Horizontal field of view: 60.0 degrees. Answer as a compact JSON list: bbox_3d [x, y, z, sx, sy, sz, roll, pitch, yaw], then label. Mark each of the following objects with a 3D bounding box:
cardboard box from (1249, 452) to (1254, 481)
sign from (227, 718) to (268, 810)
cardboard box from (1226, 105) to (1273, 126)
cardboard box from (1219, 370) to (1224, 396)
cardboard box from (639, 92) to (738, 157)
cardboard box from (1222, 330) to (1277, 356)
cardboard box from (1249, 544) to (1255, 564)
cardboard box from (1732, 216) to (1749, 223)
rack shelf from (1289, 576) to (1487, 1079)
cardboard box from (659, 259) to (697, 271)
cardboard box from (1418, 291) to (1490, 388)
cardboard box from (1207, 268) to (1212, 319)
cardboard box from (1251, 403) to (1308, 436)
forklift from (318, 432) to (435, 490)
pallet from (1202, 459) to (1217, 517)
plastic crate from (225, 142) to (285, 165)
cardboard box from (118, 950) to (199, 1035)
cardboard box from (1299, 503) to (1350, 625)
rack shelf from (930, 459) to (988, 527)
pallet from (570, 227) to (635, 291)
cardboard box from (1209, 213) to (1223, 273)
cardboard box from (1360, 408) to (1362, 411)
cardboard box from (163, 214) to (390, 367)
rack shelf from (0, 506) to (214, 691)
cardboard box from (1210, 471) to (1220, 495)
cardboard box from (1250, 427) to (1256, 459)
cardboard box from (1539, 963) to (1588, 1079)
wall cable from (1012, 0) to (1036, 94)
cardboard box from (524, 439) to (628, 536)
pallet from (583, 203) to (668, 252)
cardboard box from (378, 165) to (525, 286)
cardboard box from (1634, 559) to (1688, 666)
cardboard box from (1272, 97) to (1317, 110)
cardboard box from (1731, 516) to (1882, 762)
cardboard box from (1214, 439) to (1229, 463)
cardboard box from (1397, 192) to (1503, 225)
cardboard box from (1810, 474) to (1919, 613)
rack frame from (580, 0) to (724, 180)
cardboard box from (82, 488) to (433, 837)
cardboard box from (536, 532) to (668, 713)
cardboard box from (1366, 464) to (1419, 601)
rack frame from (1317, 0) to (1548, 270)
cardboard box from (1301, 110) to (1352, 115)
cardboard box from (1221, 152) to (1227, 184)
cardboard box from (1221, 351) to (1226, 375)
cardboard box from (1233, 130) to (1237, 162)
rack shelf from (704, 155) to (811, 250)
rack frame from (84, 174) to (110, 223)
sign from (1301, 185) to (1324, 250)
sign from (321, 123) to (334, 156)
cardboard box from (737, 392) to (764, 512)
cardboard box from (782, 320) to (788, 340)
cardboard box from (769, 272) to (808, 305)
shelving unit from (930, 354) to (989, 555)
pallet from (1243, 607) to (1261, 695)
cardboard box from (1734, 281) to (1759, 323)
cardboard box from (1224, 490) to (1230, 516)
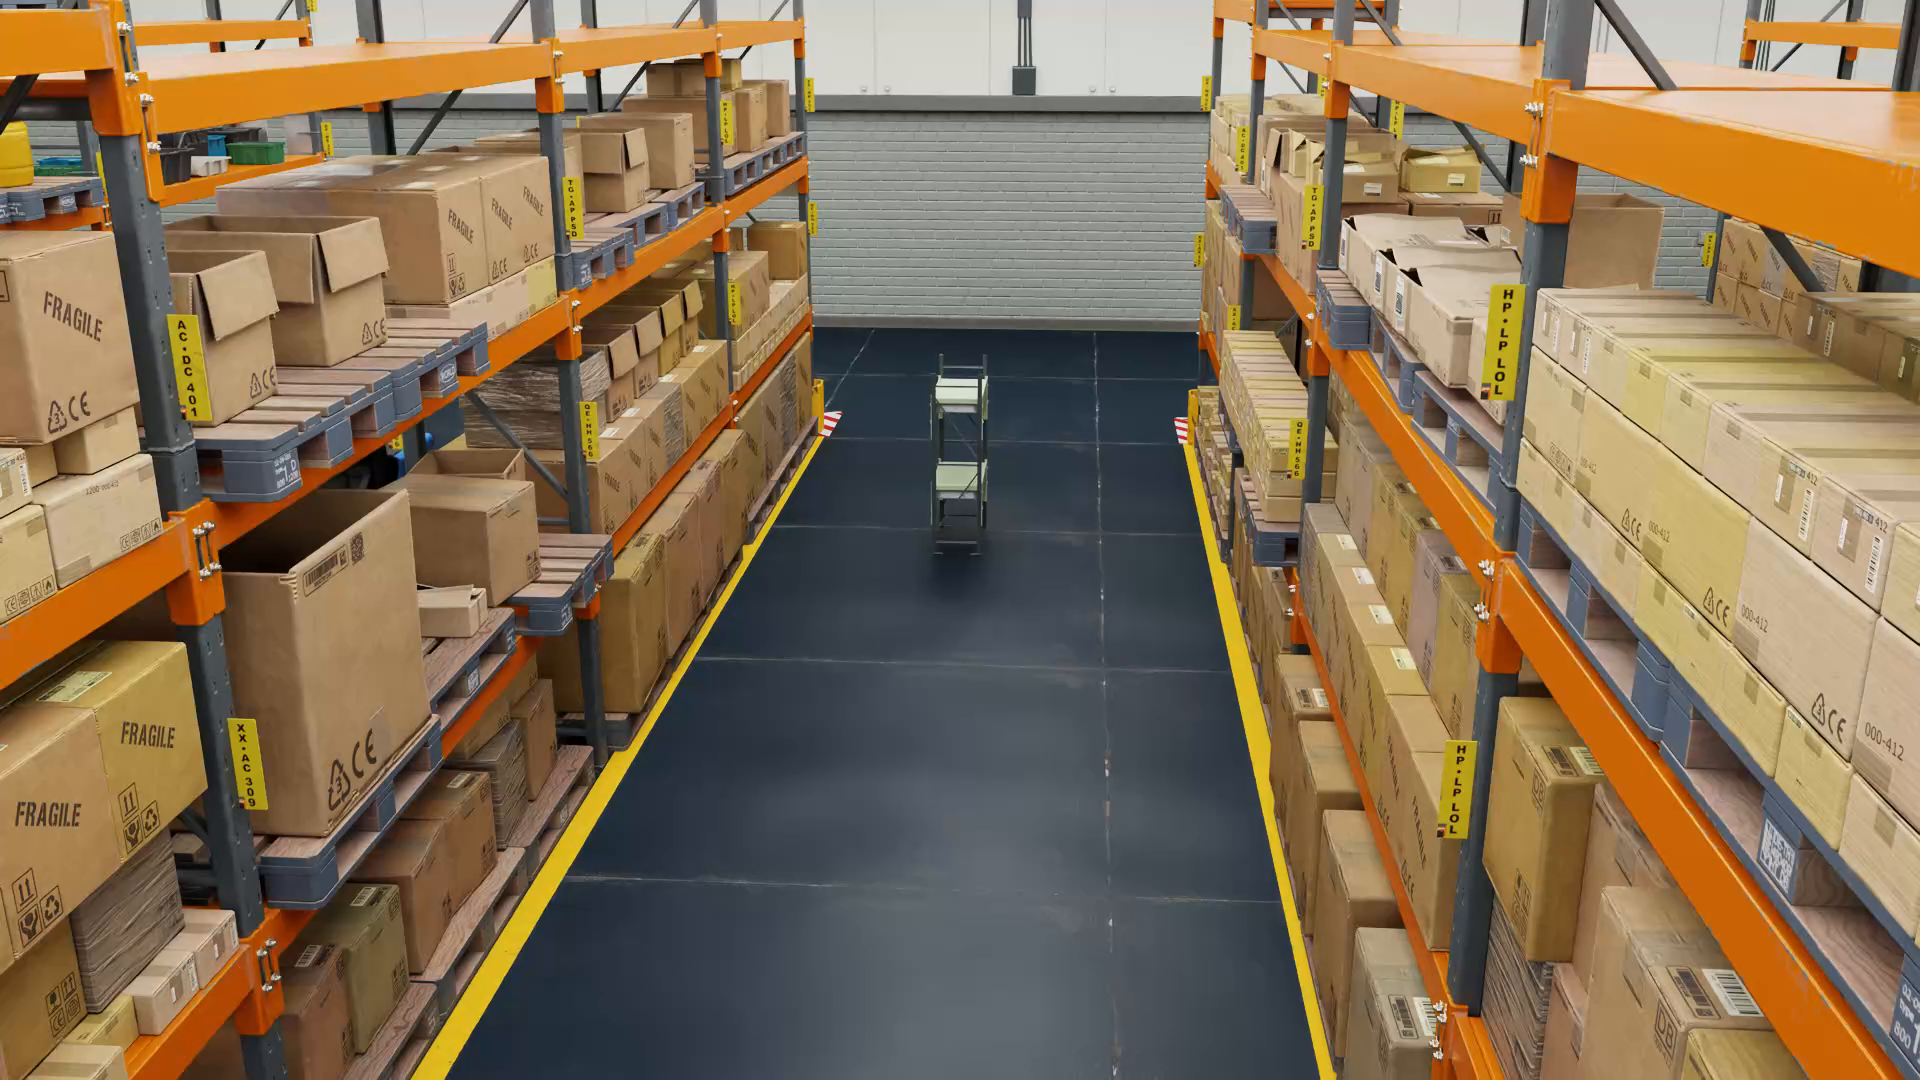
[{"bbox_3d":[1.977,-0.439,10.174,0.380,0.149,0.250,1,18,3],"label":"cardboard box"},{"bbox_3d":[-2.344,0.738,5.464,0.100,0.325,0.005,1,18,4],"label":"sign"},{"bbox_3d":[2.443,-3.569,13.978,0.380,0.149,0.250,1,18,3],"label":"cardboard box"},{"bbox_3d":[2.141,-1.171,12.409,0.380,0.149,0.250,0,18,1],"label":"cardboard box"},{"bbox_3d":[-2.273,-3.477,13.903,0.700,0.500,0.500,2,18,7],"label":"cardboard box"},{"bbox_3d":[2.141,-1.454,12.316,0.380,0.149,0.250,2,18,7],"label":"cardboard box"},{"bbox_3d":[2.235,-0.024,11.314,0.500,0.250,0.500,2,18,6],"label":"cardboard box"},{"bbox_3d":[7.558,-3.093,15.737,0.380,0.149,0.250,2,18,5],"label":"cardboard box"},{"bbox_3d":[2.198,1.002,7.202,1.077,0.370,4.000,1,18,4],"label":"rack shelf"},{"bbox_3d":[-2.506,-2.076,14.000,0.500,0.500,0.500,1,18,4],"label":"cardboard box"},{"bbox_3d":[1.924,-0.708,5.855,0.500,0.250,0.500,1,18,3],"label":"cardboard box"},{"bbox_3d":[2.594,-2.334,15.591,0.500,0.500,0.500,1,18,4],"label":"cardboard box"},{"bbox_3d":[1.974,-0.728,10.102,0.380,0.149,0.250,2,18,6],"label":"cardboard box"},{"bbox_3d":[-4.704,-0.779,11.593,1.130,2.935,3.031,1,18,2],"label":"forklift"},{"bbox_3d":[2.726,-0.467,15.010,1.003,0.211,1.213,1,18,4],"label":"pallet"},{"bbox_3d":[-6.751,-3.710,15.951,0.450,0.188,0.336,1,18,4],"label":"plastic crate"},{"bbox_3d":[-2.635,1.410,5.207,0.380,0.149,0.250,1,18,4],"label":"cardboard box"},{"bbox_3d":[2.040,0.125,8.563,0.500,0.500,0.500,1,18,5],"label":"cardboard box"},{"bbox_3d":[0.000,-0.401,13.785,0.431,0.370,0.720,1,18,4],"label":"rack shelf"},{"bbox_3d":[-2.605,-1.640,9.596,1.213,0.211,1.003,2,18,6],"label":"pallet"},{"bbox_3d":[2.529,-2.658,14.973,0.500,0.500,0.500,1,18,3],"label":"cardboard box"},{"bbox_3d":[2.626,-0.705,10.030,0.380,0.149,0.250,1,18,2],"label":"cardboard box"},{"bbox_3d":[-2.686,-0.971,6.412,0.797,0.503,0.637,2,18,6],"label":"cardboard box"},{"bbox_3d":[-3.029,0.677,3.377,1.077,0.370,4.000,1,18,4],"label":"rack shelf"},{"bbox_3d":[2.391,-0.499,14.532,0.380,0.149,0.250,1,18,4],"label":"cardboard box"},{"bbox_3d":[1.975,-0.588,10.152,0.380,0.149,0.250,1,18,4],"label":"cardboard box"},{"bbox_3d":[2.023,1.496,4.298,0.875,0.550,0.550,1,18,4],"label":"cardboard box"},{"bbox_3d":[1.818,-8.646,20.692,2.277,5.999,0.120,1,18,4],"label":"wall cable"},{"bbox_3d":[-2.292,-0.295,9.846,0.500,0.500,0.500,2,18,6],"label":"cardboard box"},{"bbox_3d":[-2.528,-1.987,10.656,1.003,0.211,1.213,2,18,6],"label":"pallet"},{"bbox_3d":[-2.409,-1.500,7.903,0.500,0.500,0.500,1,18,4],"label":"cardboard box"},{"bbox_3d":[1.618,0.150,3.399,0.380,0.149,0.250,1,18,3],"label":"cardboard box"},{"bbox_3d":[3.051,-3.963,15.179,0.380,0.149,0.250,1,18,2],"label":"cardboard box"},{"bbox_3d":[1.634,0.155,2.743,0.500,0.250,0.500,1,18,4],"label":"cardboard box"},{"bbox_3d":[2.407,-0.770,14.403,0.380,0.149,0.250,0,18,1],"label":"cardboard box"},{"bbox_3d":[2.648,-1.605,9.026,0.500,0.500,0.500,1,18,4],"label":"cardboard box"},{"bbox_3d":[1.563,0.006,2.558,0.380,0.149,0.250,1,18,4],"label":"cardboard box"},{"bbox_3d":[-2.312,-4.196,12.277,1.000,3.000,0.127,1,18,4],"label":"rack frame"},{"bbox_3d":[-2.689,0.411,6.213,1.000,1.000,1.000,1,18,4],"label":"cardboard box"},{"bbox_3d":[-2.528,0.493,10.338,1.225,0.875,0.875,0,18,1],"label":"cardboard box"},{"bbox_3d":[2.230,-0.028,7.424,0.700,0.500,0.500,1,18,3],"label":"cardboard box"},{"bbox_3d":[2.341,-2.812,8.052,1.000,3.000,0.127,1,18,4],"label":"rack frame"},{"bbox_3d":[2.967,-3.393,13.440,0.380,0.149,0.250,1,18,2],"label":"cardboard box"},{"bbox_3d":[2.514,-3.182,14.240,0.500,0.250,0.500,1,18,4],"label":"cardboard box"},{"bbox_3d":[2.141,-1.312,12.363,0.380,0.149,0.250,2,18,5],"label":"cardboard box"},{"bbox_3d":[2.457,-3.105,13.203,0.500,0.250,0.500,1,18,2],"label":"cardboard box"},{"bbox_3d":[-2.168,-3.050,14.752,1.077,0.370,4.000,1,18,4],"label":"rack shelf"},{"bbox_3d":[-7.252,-1.456,13.548,1.000,3.000,0.127,1,18,4],"label":"rack frame"},{"bbox_3d":[1.800,-1.645,8.477,0.100,0.325,0.005,1,18,4],"label":"sign"},{"bbox_3d":[-6.415,-4.066,16.867,0.100,0.325,0.005,1,18,4],"label":"sign"},{"bbox_3d":[-2.185,-0.738,14.097,0.875,0.875,0.875,1,18,4],"label":"cardboard box"},{"bbox_3d":[-1.812,-1.952,15.467,0.380,0.149,0.250,1,18,4],"label":"cardboard box"},{"bbox_3d":[-1.795,-2.501,16.502,0.500,0.250,0.500,1,18,3],"label":"cardboard box"},{"bbox_3d":[0.000,-0.711,13.683,0.431,1.500,0.755,1,18,4],"label":"shelving unit"},{"bbox_3d":[2.489,0.744,11.314,1.003,0.211,1.213,1,18,4],"label":"pallet"},{"bbox_3d":[7.530,-2.113,15.395,0.500,0.500,0.500,1,18,3],"label":"cardboard box"},{"bbox_3d":[2.334,-0.294,13.430,0.380,0.149,0.250,2,18,5],"label":"cardboard box"}]
